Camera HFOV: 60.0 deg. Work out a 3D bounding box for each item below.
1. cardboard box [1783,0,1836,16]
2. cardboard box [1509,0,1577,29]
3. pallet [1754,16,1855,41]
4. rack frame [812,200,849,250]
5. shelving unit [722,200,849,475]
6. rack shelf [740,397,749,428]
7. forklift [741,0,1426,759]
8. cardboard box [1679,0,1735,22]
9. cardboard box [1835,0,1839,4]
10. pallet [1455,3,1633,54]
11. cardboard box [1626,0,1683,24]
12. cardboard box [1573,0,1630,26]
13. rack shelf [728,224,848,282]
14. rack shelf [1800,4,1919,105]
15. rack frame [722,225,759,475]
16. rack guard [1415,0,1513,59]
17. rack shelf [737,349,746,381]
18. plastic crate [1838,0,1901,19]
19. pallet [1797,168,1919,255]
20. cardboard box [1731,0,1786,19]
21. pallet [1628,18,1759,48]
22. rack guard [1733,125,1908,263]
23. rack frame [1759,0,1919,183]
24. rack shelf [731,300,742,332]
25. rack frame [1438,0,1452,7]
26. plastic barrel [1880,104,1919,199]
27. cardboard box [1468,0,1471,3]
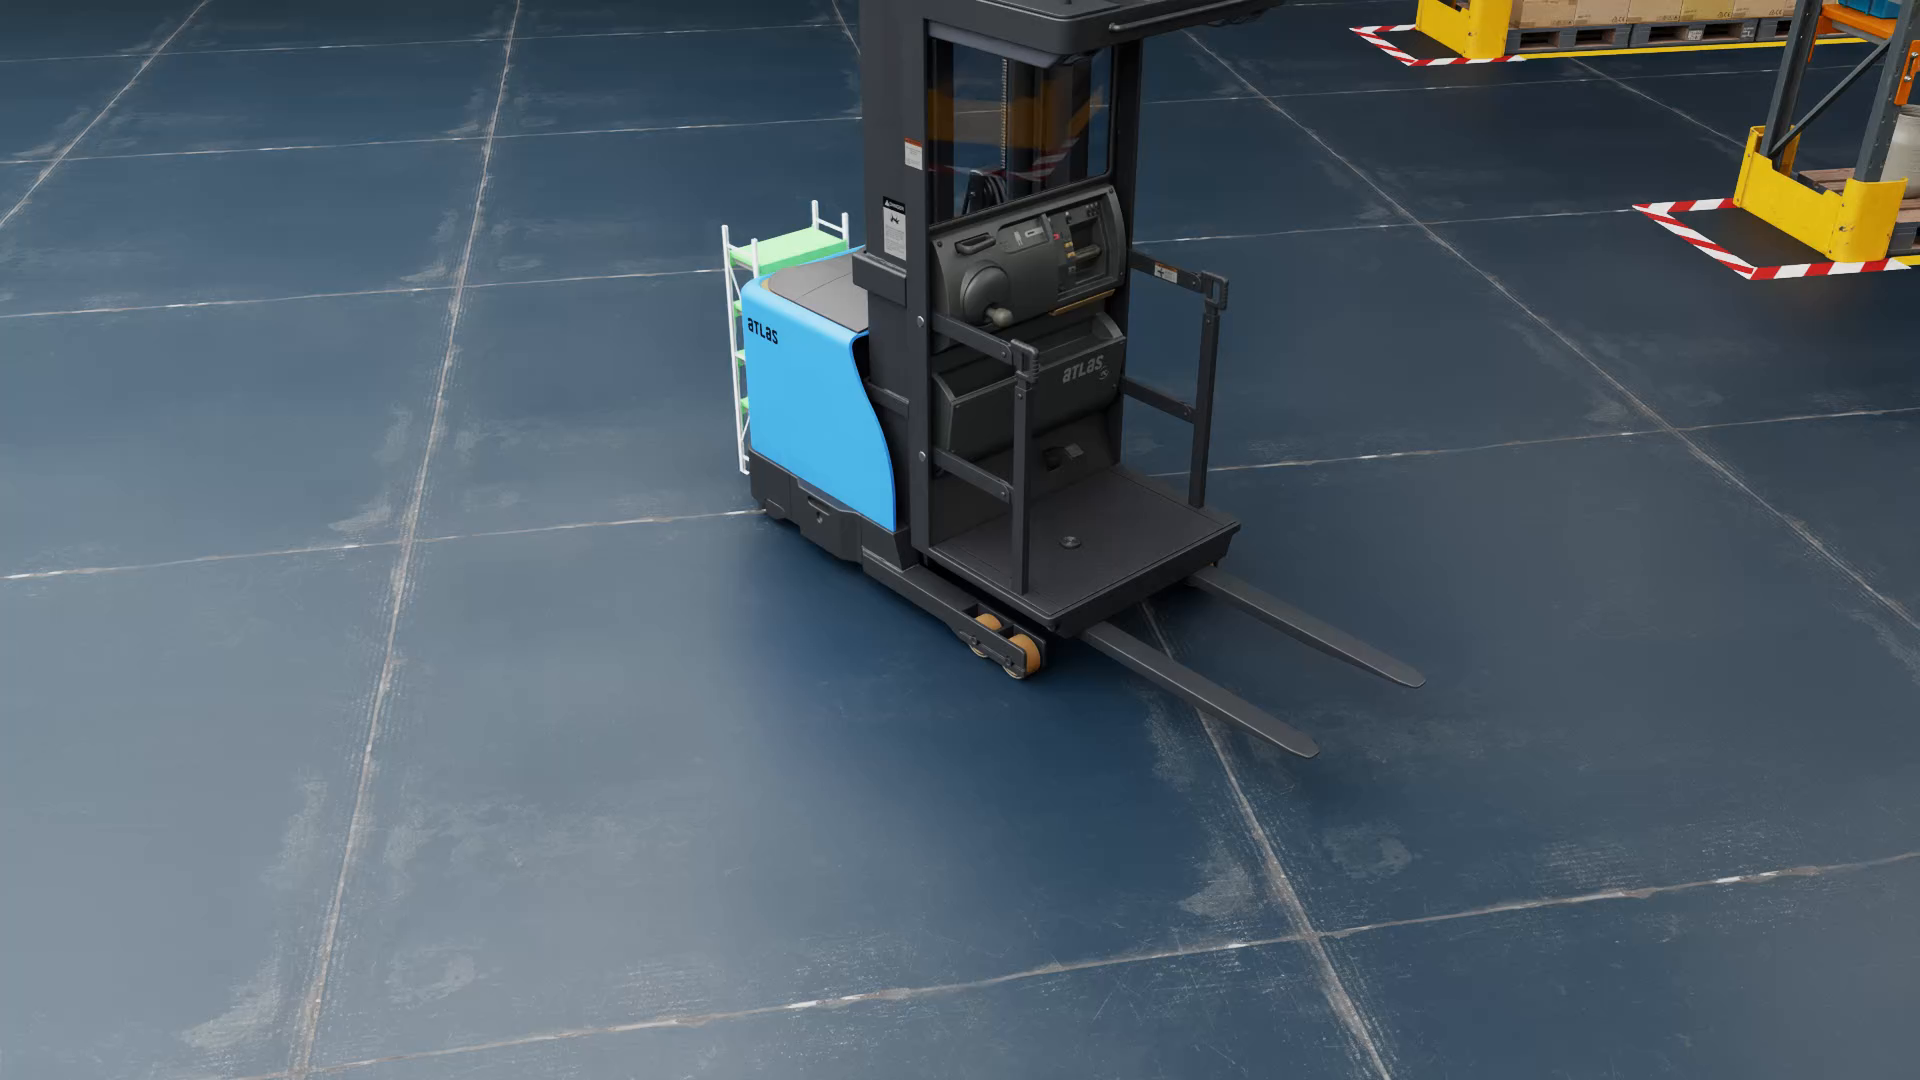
[{"bbox_3d":[7.472,-4.887,14.901,0.500,0.250,0.500,-5,31,-9],"label":"cardboard box"},{"bbox_3d":[5.016,-4.652,14.501,0.500,0.250,0.500,-5,31,-9],"label":"cardboard box"},{"bbox_3d":[7.593,-4.830,15.256,1.213,0.211,1.003,-5,31,-9],"label":"pallet"},{"bbox_3d":[-0.580,-0.963,7.704,0.015,1.200,0.240,-24,38,-35],"label":"rack frame"},{"bbox_3d":[-0.762,-0.881,7.564,0.503,1.200,0.258,-24,38,-35],"label":"shelving unit"},{"bbox_3d":[-0.762,-0.619,7.718,0.480,0.148,0.258,-24,38,-35],"label":"rack shelf"},{"bbox_3d":[0.415,-1.027,6.104,1.130,2.935,3.031,-24,38,-35],"label":"forklift"},{"bbox_3d":[6.491,-4.788,14.732,0.500,0.250,0.500,-5,31,-9],"label":"cardboard box"},{"bbox_3d":[7.966,-4.928,14.970,0.500,0.250,0.500,-5,31,-9],"label":"cardboard box"},{"bbox_3d":[5.193,-4.607,14.877,1.213,0.211,1.003,-5,31,-9],"label":"pallet"},{"bbox_3d":[5.999,-4.745,14.659,0.500,0.250,0.500,-5,31,-9],"label":"cardboard box"},{"bbox_3d":[5.507,-4.700,14.582,0.500,0.250,0.500,-5,31,-9],"label":"cardboard box"},{"bbox_3d":[-0.762,-1.239,7.353,0.480,0.148,0.258,-24,38,-35],"label":"rack shelf"},{"bbox_3d":[7.304,-3.121,10.308,4.000,0.370,1.077,-5,31,-9],"label":"rack shelf"},{"bbox_3d":[-0.944,-0.798,7.424,0.015,1.200,0.240,-24,38,-35],"label":"rack frame"},{"bbox_3d":[4.424,-4.639,14.646,0.348,0.500,1.175,-5,31,-9],"label":"rack guard"},{"bbox_3d":[-0.762,-0.825,7.596,0.480,0.148,0.258,-24,38,-35],"label":"rack shelf"},{"bbox_3d":[5.775,-3.379,10.184,0.616,0.251,0.499,-5,31,-9],"label":"plastic crate"},{"bbox_3d":[6.203,-2.148,10.695,1.213,0.211,1.003,-5,31,-9],"label":"pallet"},{"bbox_3d":[6.983,-4.834,14.811,0.500,0.250,0.500,-5,31,-9],"label":"cardboard box"},{"bbox_3d":[6.390,-4.717,15.063,1.213,0.211,1.003,-5,31,-9],"label":"pallet"},{"bbox_3d":[5.403,-2.201,10.500,0.348,0.500,1.175,-5,31,-9],"label":"rack guard"},{"bbox_3d":[5.337,-3.248,9.815,0.127,3.000,1.000,-5,31,-9],"label":"rack frame"},{"bbox_3d":[-0.762,-1.032,7.475,0.480,0.148,0.258,-24,38,-35],"label":"rack shelf"},{"bbox_3d":[4.448,-5.718,14.016,0.127,3.000,1.000,-5,31,-9],"label":"rack frame"},{"bbox_3d":[5.970,-2.455,10.506,0.421,0.512,0.421,0,30,0],"label":"plastic barrel"},{"bbox_3d":[4.922,-4.910,14.940,0.500,0.250,0.500,-5,31,-9],"label":"cardboard box"}]
